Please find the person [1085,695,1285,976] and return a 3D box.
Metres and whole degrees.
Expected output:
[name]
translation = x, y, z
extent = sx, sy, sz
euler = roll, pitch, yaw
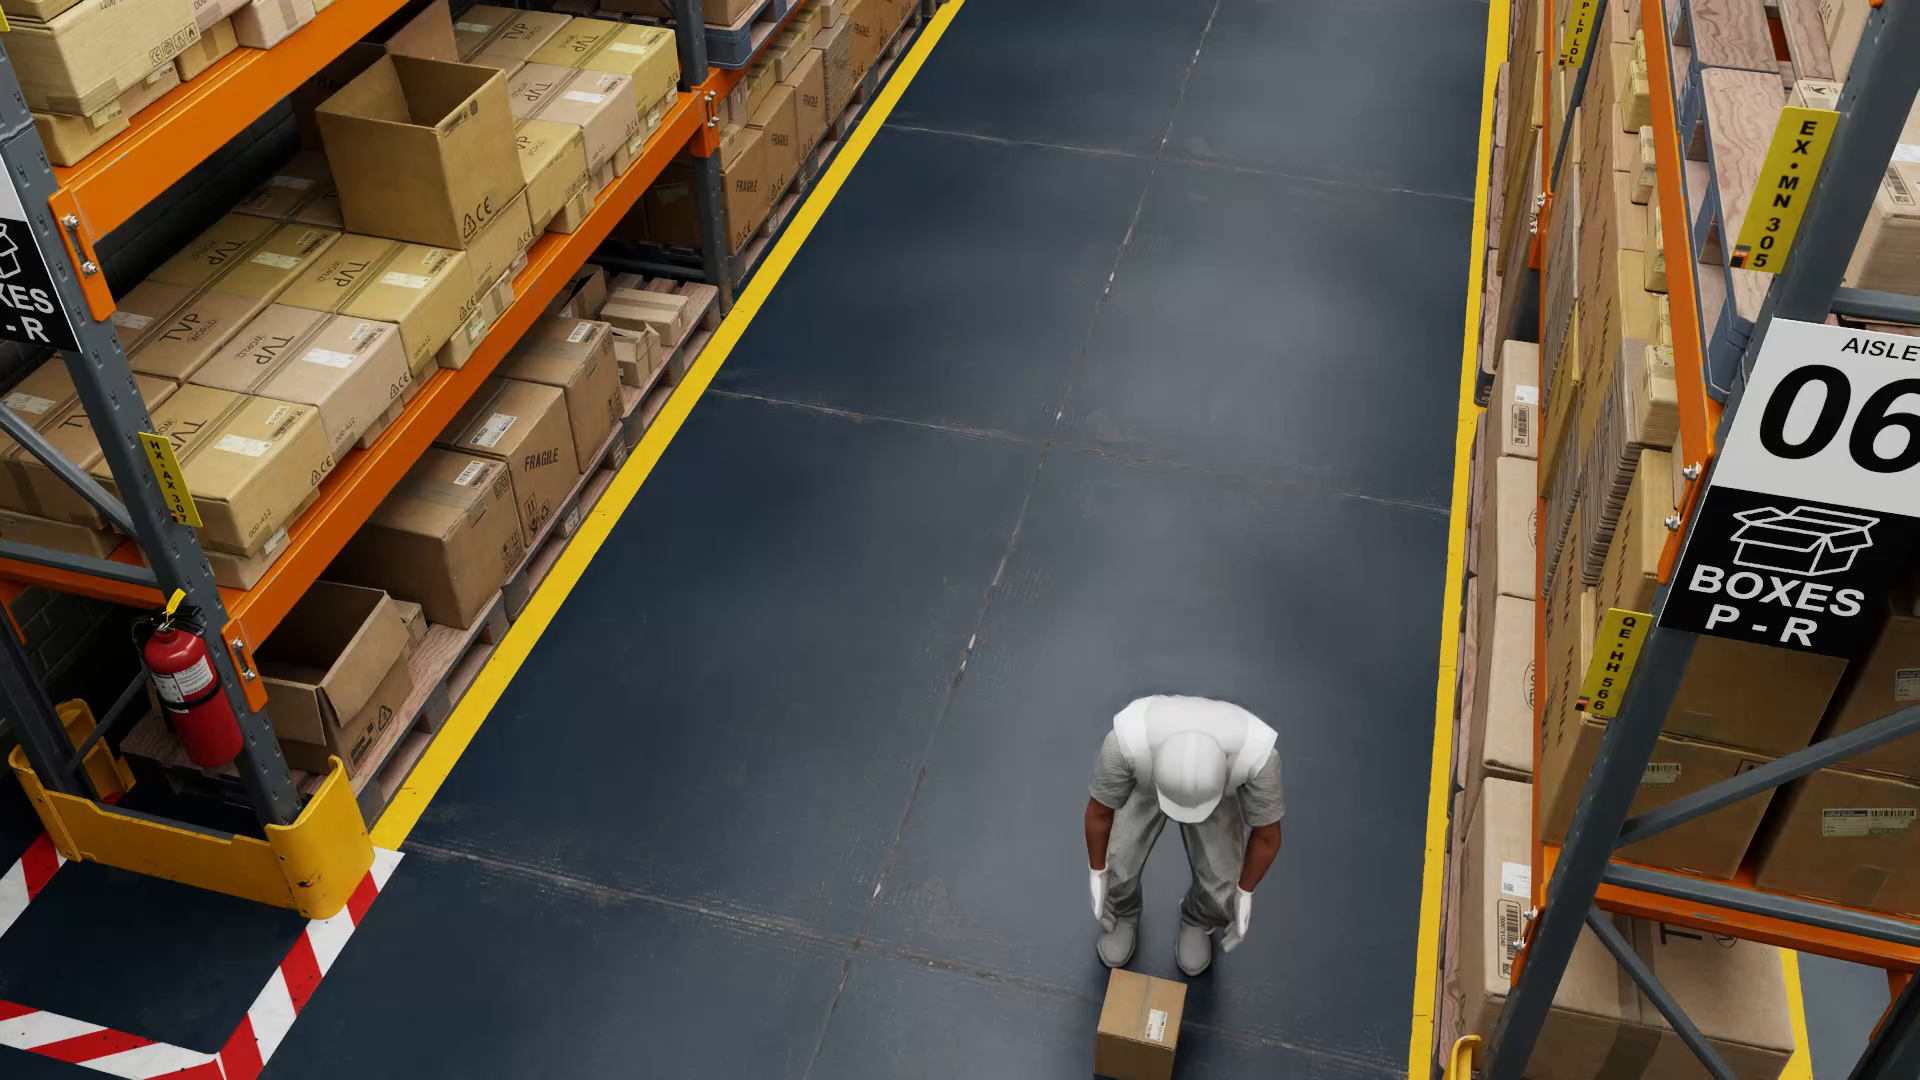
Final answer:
[person]
translation = 0.725, 0.918, 5.384
extent = 0.613, 1.380, 0.789
euler = 9, 41, 10
